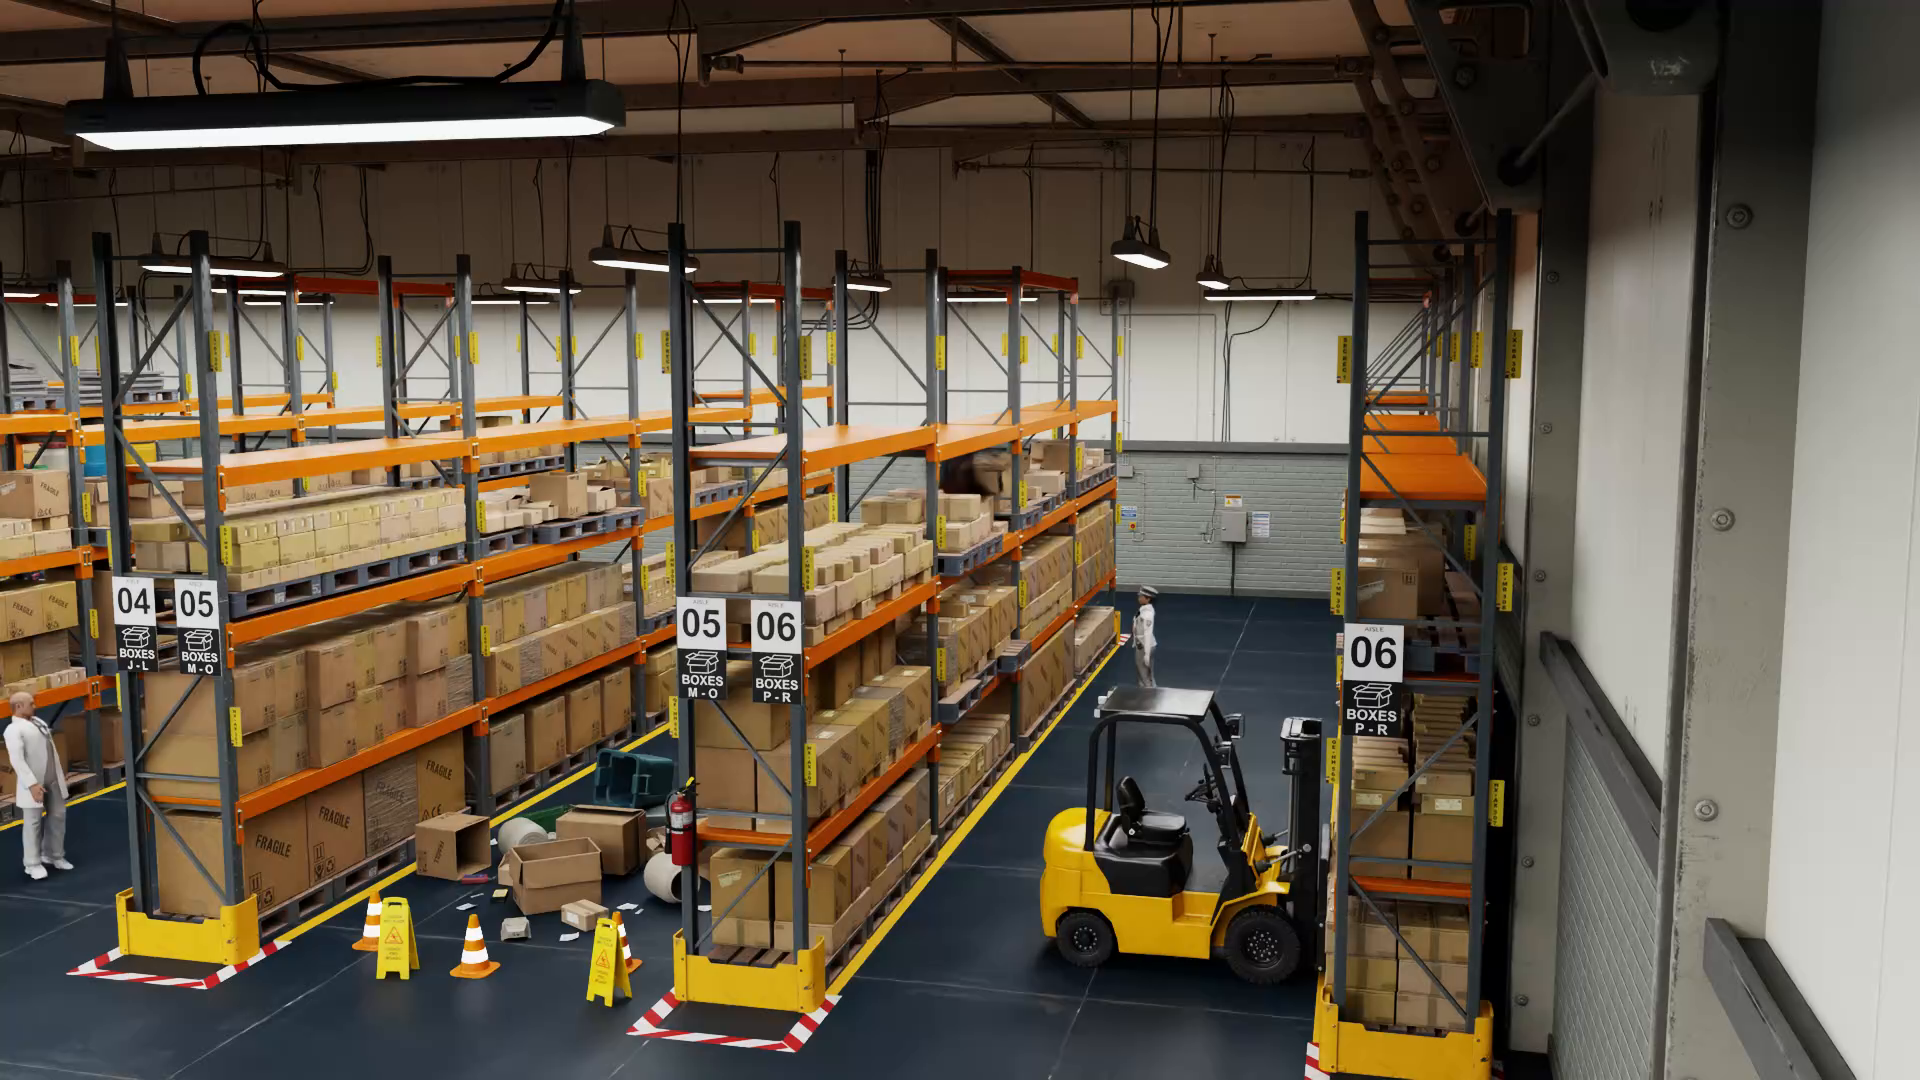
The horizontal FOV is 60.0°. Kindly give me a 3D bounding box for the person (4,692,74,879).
[{"bbox_3d":[-8.851,2.361,16.033,0.553,1.831,0.671,3,7,20],"label":"person"}]

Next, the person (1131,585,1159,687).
[{"bbox_3d":[2.381,1.419,21.438,0.348,1.696,0.548,2,7,18],"label":"person"}]
